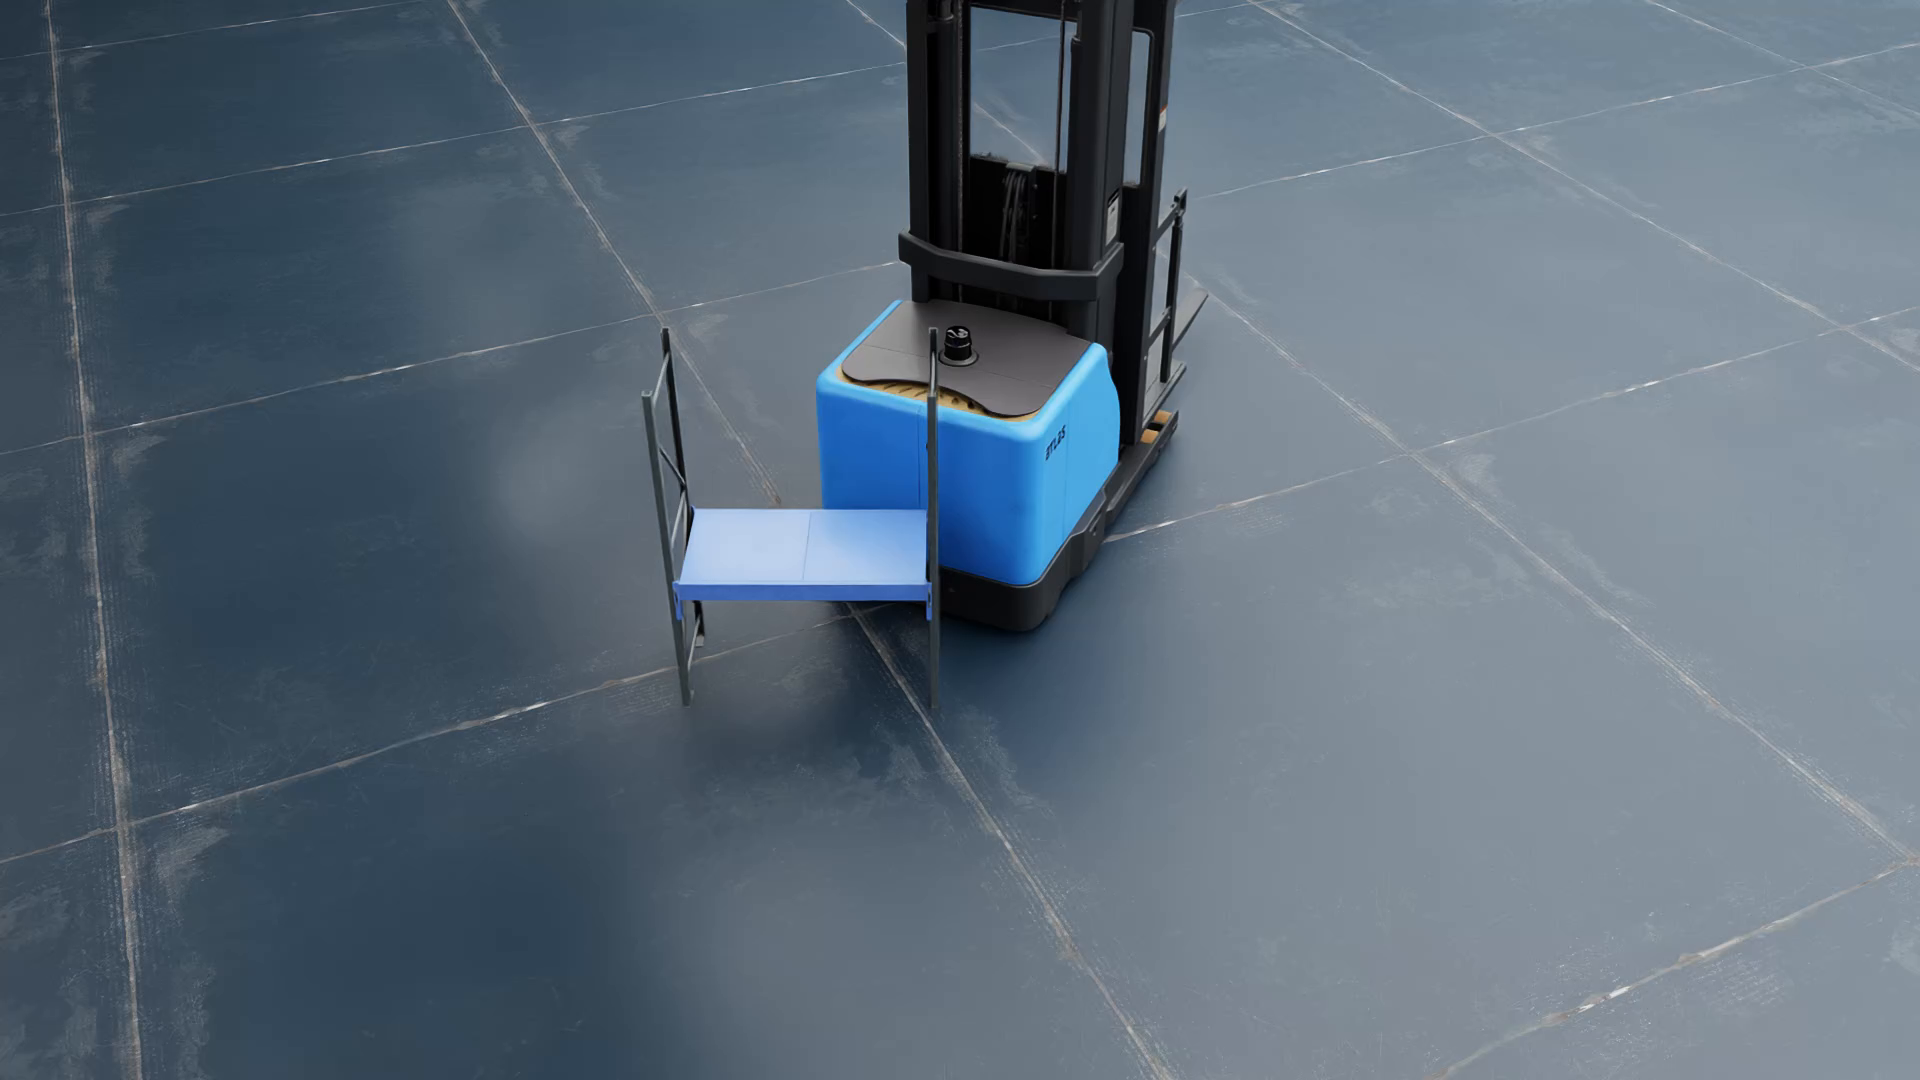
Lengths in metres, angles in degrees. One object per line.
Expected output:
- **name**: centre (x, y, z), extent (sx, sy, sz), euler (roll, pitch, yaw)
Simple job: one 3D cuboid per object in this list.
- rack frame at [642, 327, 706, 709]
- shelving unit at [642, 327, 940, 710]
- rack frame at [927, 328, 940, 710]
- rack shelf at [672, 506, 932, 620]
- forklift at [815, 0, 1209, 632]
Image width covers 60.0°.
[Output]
- **rack frame**: centre (-1.118, -0.058, 6.569), extent (0.032, 1.500, 0.500), euler (0, 37, 0)
- **shelving unit**: centre (-0.610, -0.057, 6.568), extent (1.048, 1.500, 0.538), euler (0, 37, 0)
- **rack frame**: centre (-0.102, -0.056, 6.567), extent (0.032, 1.500, 0.500), euler (0, 37, 0)
- **rack shelf**: centre (-0.610, 0.087, 6.675), extent (1.000, 0.185, 0.538), euler (0, 37, 0)
- **forklift**: centre (0.453, -1.657, 7.524), extent (1.130, 2.935, 3.031), euler (15, 39, 19)
